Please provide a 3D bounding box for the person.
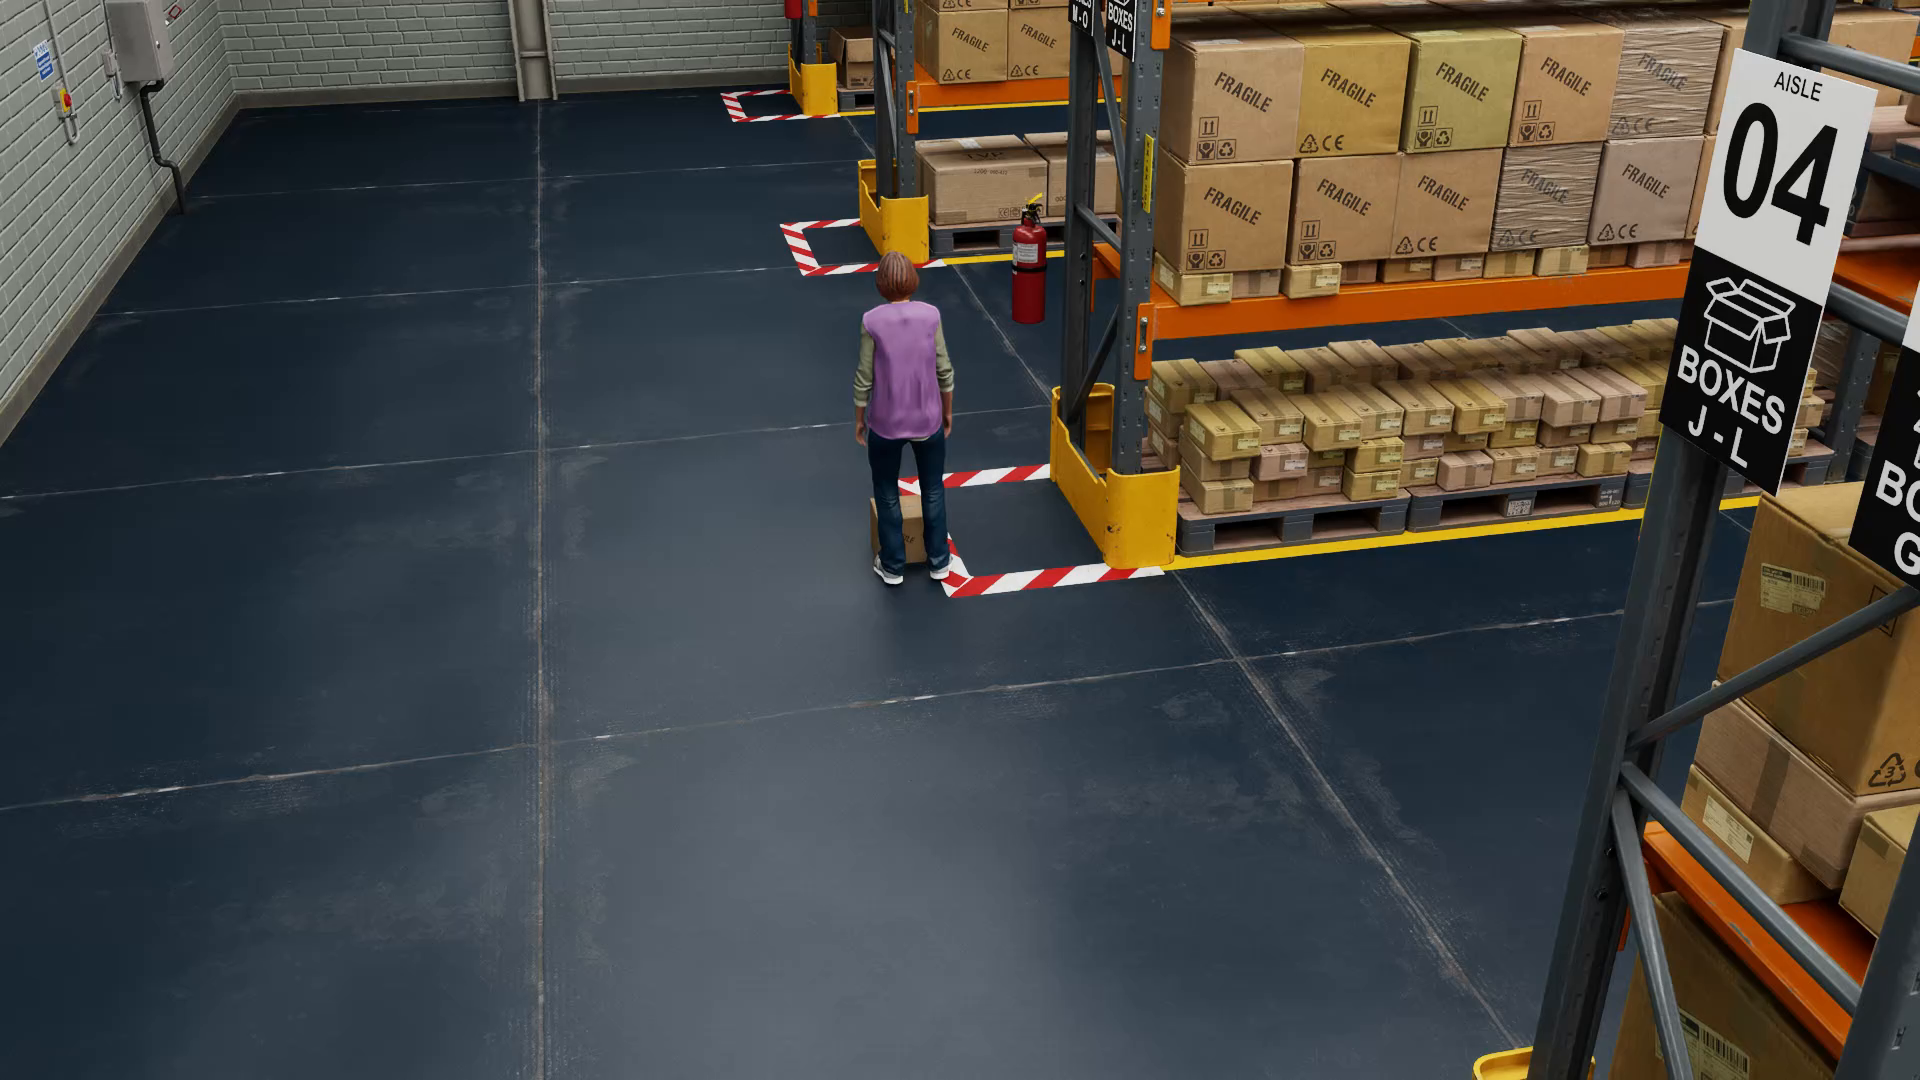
[{"bbox_3d":[-0.253,-0.540,7.684,0.476,1.592,0.348,-5,28,-10],"label":"person"}]
